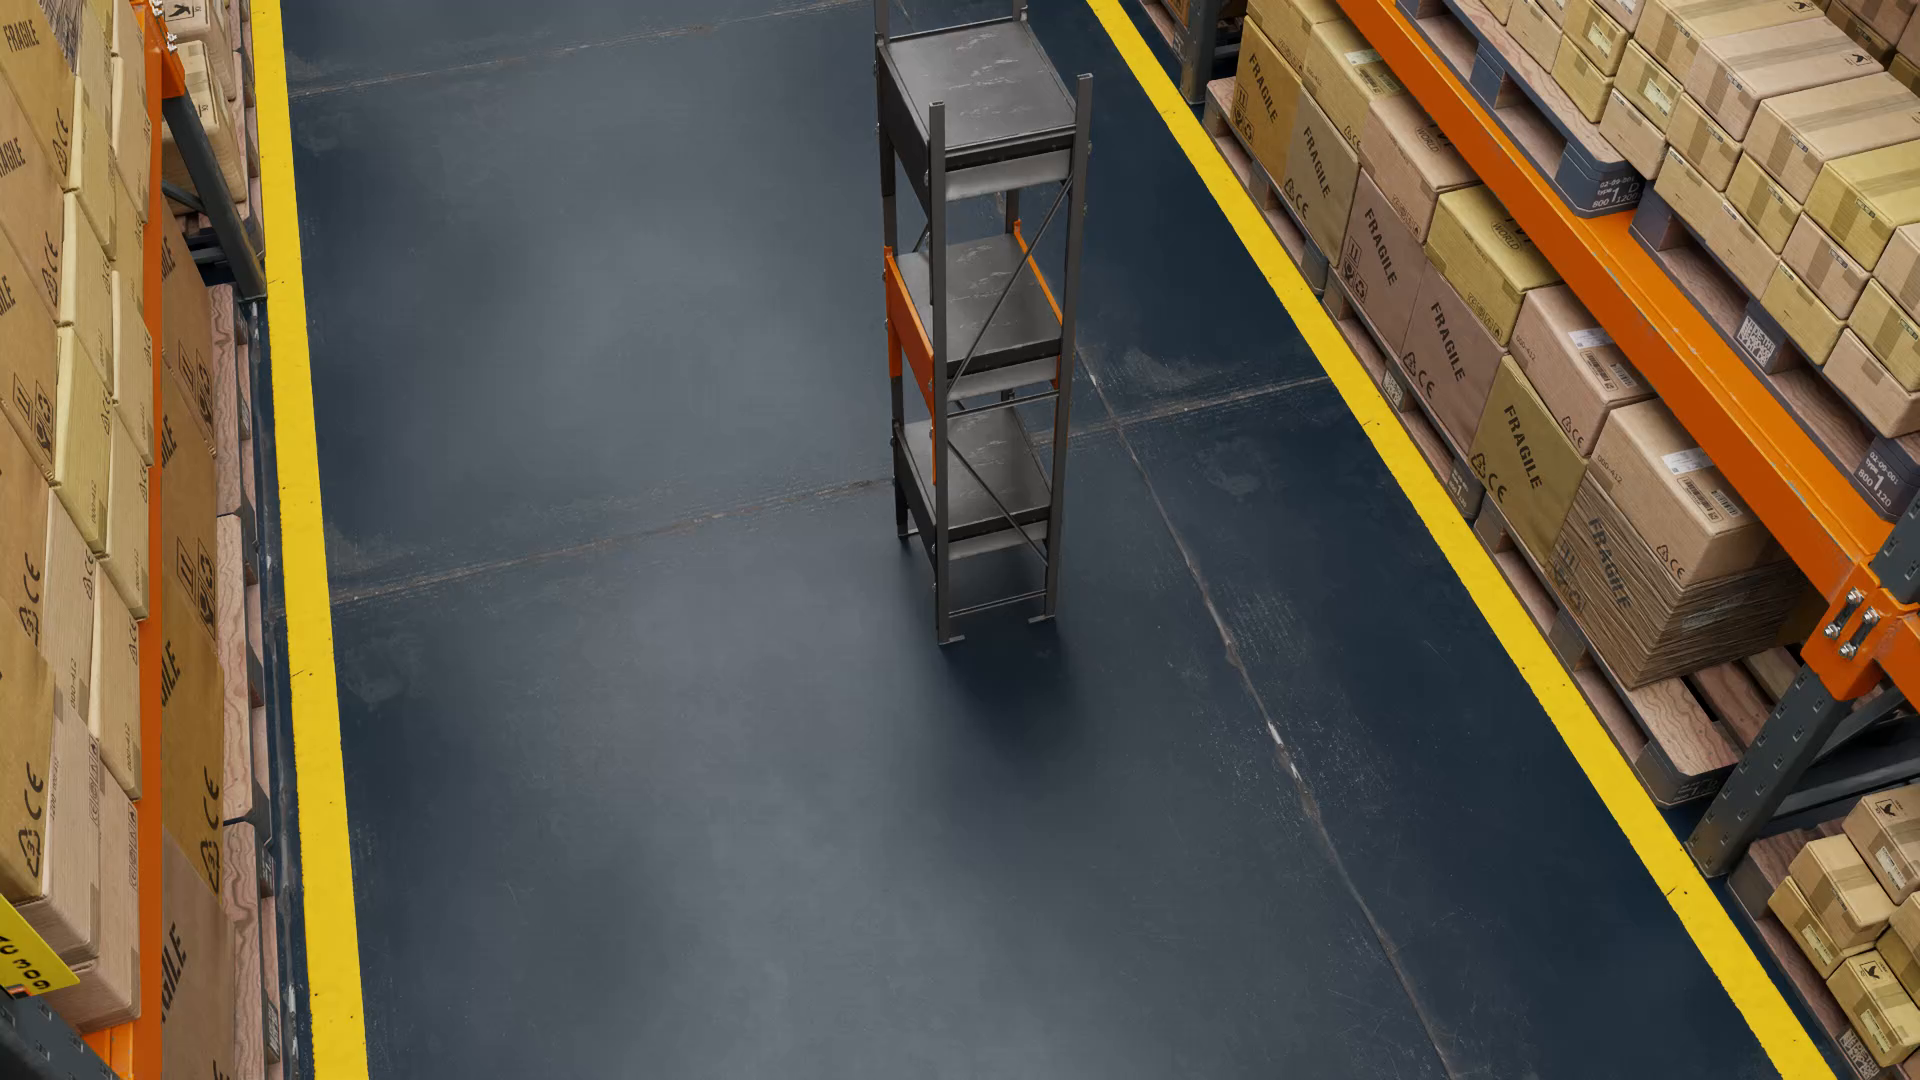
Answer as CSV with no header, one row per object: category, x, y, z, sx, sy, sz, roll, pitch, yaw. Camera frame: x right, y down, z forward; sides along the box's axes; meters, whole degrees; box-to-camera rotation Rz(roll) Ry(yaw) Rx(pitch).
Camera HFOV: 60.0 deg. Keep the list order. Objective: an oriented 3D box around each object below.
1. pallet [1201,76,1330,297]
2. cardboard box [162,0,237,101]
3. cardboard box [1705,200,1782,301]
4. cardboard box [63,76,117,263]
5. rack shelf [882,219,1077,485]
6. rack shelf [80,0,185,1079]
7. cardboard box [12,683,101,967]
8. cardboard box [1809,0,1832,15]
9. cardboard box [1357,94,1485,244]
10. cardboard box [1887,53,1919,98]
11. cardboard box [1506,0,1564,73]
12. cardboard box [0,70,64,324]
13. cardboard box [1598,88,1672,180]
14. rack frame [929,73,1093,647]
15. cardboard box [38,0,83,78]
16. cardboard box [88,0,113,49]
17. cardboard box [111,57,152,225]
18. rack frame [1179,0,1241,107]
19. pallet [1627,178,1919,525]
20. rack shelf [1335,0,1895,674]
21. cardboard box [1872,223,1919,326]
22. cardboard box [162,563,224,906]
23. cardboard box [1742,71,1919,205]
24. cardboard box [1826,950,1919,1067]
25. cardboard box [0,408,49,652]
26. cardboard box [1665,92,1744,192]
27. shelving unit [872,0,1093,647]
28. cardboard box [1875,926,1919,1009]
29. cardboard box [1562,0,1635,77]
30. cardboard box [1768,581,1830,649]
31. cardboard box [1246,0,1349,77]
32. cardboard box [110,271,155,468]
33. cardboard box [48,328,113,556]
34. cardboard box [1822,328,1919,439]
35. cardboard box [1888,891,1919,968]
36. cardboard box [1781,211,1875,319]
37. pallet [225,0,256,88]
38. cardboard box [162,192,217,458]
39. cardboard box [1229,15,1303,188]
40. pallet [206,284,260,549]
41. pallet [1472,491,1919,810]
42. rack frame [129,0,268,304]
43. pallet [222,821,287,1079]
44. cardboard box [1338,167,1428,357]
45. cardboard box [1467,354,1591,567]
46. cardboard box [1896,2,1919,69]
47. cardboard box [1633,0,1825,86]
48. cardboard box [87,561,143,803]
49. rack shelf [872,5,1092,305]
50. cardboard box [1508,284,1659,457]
pallet,1.706,-1.573,6.938,1.003,0.211,1.213,-13,51,-11
cardboard box,-3.606,-2.090,6.994,0.950,0.372,0.625,-14,51,-12
cardboard box,2.204,-0.793,4.346,0.380,0.149,0.250,-13,51,-11
cardboard box,-2.510,-0.923,4.337,0.500,0.250,0.500,-15,51,-12
rack shelf,0.049,-0.547,4.856,0.431,0.518,0.480,-13,51,-11
rack shelf,-2.631,-0.157,4.391,1.077,0.370,4.000,-13,51,-11
cardboard box,-1.900,0.574,3.075,0.500,0.250,0.500,-15,51,-12
cardboard box,2.589,-1.620,4.849,0.380,0.149,0.250,-14,51,-12
cardboard box,1.733,-1.321,5.771,0.500,0.250,0.500,-13,51,-11
cardboard box,2.750,-1.230,4.520,0.380,0.149,0.250,-15,52,-13
cardboard box,1.886,-1.566,4.998,0.380,0.149,0.250,-15,51,-12
cardboard box,-2.377,-0.777,3.724,0.500,0.500,0.500,-14,51,-12
cardboard box,2.042,-1.178,4.671,0.380,0.149,0.250,-15,52,-13
rack frame,0.121,-0.378,4.695,0.400,2.100,0.015,-13,51,-11
cardboard box,-2.660,-1.513,4.344,0.500,0.500,0.500,-13,51,-10
cardboard box,-2.836,-1.666,4.964,0.500,0.250,0.500,-13,51,-11
cardboard box,-2.659,-1.121,4.831,0.500,0.250,0.500,-12,51,-10
rack frame,1.476,-3.043,6.353,1.000,3.000,0.127,-13,51,-11
pallet,2.572,-0.650,4.462,1.003,0.211,1.213,-13,51,-11
rack shelf,2.068,-1.350,5.397,1.077,0.370,4.000,-13,51,-11
cardboard box,2.354,-0.616,3.808,0.380,0.149,0.250,-11,51,-9
cardboard box,-2.574,0.529,4.457,0.875,0.875,0.875,-12,51,-10
cardboard box,2.199,-1.001,4.133,0.380,0.149,0.250,-15,51,-12
cardboard box,2.539,1.195,4.370,0.380,0.149,0.250,-12,51,-10
cardboard box,-2.072,-0.034,3.098,0.500,0.500,0.500,-14,51,-11
cardboard box,2.118,-1.090,4.402,0.380,0.149,0.250,-15,51,-12
shelving unit,0.049,-0.556,4.845,0.431,2.100,0.503,-13,51,-11
cardboard box,2.621,1.068,4.283,0.380,0.149,0.250,-13,51,-11
cardboard box,1.960,-1.479,4.730,0.380,0.149,0.250,-13,51,-11
cardboard box,2.694,-0.050,5.191,0.500,0.500,0.500,-12,51,-10
cardboard box,1.449,-2.056,6.391,0.500,0.250,0.500,-15,52,-13
cardboard box,-2.347,-0.383,4.209,0.500,0.250,0.500,-14,51,-12
cardboard box,-2.205,-0.175,3.707,0.500,0.250,0.500,-13,51,-11
cardboard box,2.353,-0.421,4.032,0.380,0.149,0.250,-14,51,-12
cardboard box,2.588,0.984,4.160,0.380,0.149,0.250,-11,51,-9
cardboard box,2.274,-0.709,4.081,0.380,0.149,0.250,-13,51,-11
pallet,-3.809,-2.411,7.645,1.003,0.211,1.213,-13,51,-11
cardboard box,-3.097,-0.777,5.558,0.875,0.875,0.875,-14,51,-11
cardboard box,1.442,-1.798,6.664,0.500,0.500,0.500,-15,52,-13
pallet,-3.061,-0.358,5.914,1.003,0.211,1.213,-13,51,-11
pallet,2.428,0.209,5.435,1.003,0.211,1.213,-13,51,-11
rack frame,-3.222,-1.849,5.347,1.000,3.000,0.127,-13,51,-11
pallet,-2.340,1.424,4.411,1.003,0.211,1.213,-13,51,-11
cardboard box,1.750,-1.058,6.040,0.500,0.500,0.500,-14,51,-12
cardboard box,2.048,-0.309,5.409,0.500,0.500,0.500,-14,51,-12
cardboard box,2.749,-1.332,4.411,0.380,0.149,0.250,-14,51,-11
cardboard box,2.052,-1.373,4.446,0.380,0.149,0.250,-15,51,-12
cardboard box,-2.072,0.362,3.581,0.500,0.250,0.500,-14,51,-12
rack shelf,0.049,-0.998,4.321,0.431,0.518,0.480,-13,51,-11
cardboard box,2.058,-0.558,5.128,0.500,0.250,0.500,-11,51,-9
